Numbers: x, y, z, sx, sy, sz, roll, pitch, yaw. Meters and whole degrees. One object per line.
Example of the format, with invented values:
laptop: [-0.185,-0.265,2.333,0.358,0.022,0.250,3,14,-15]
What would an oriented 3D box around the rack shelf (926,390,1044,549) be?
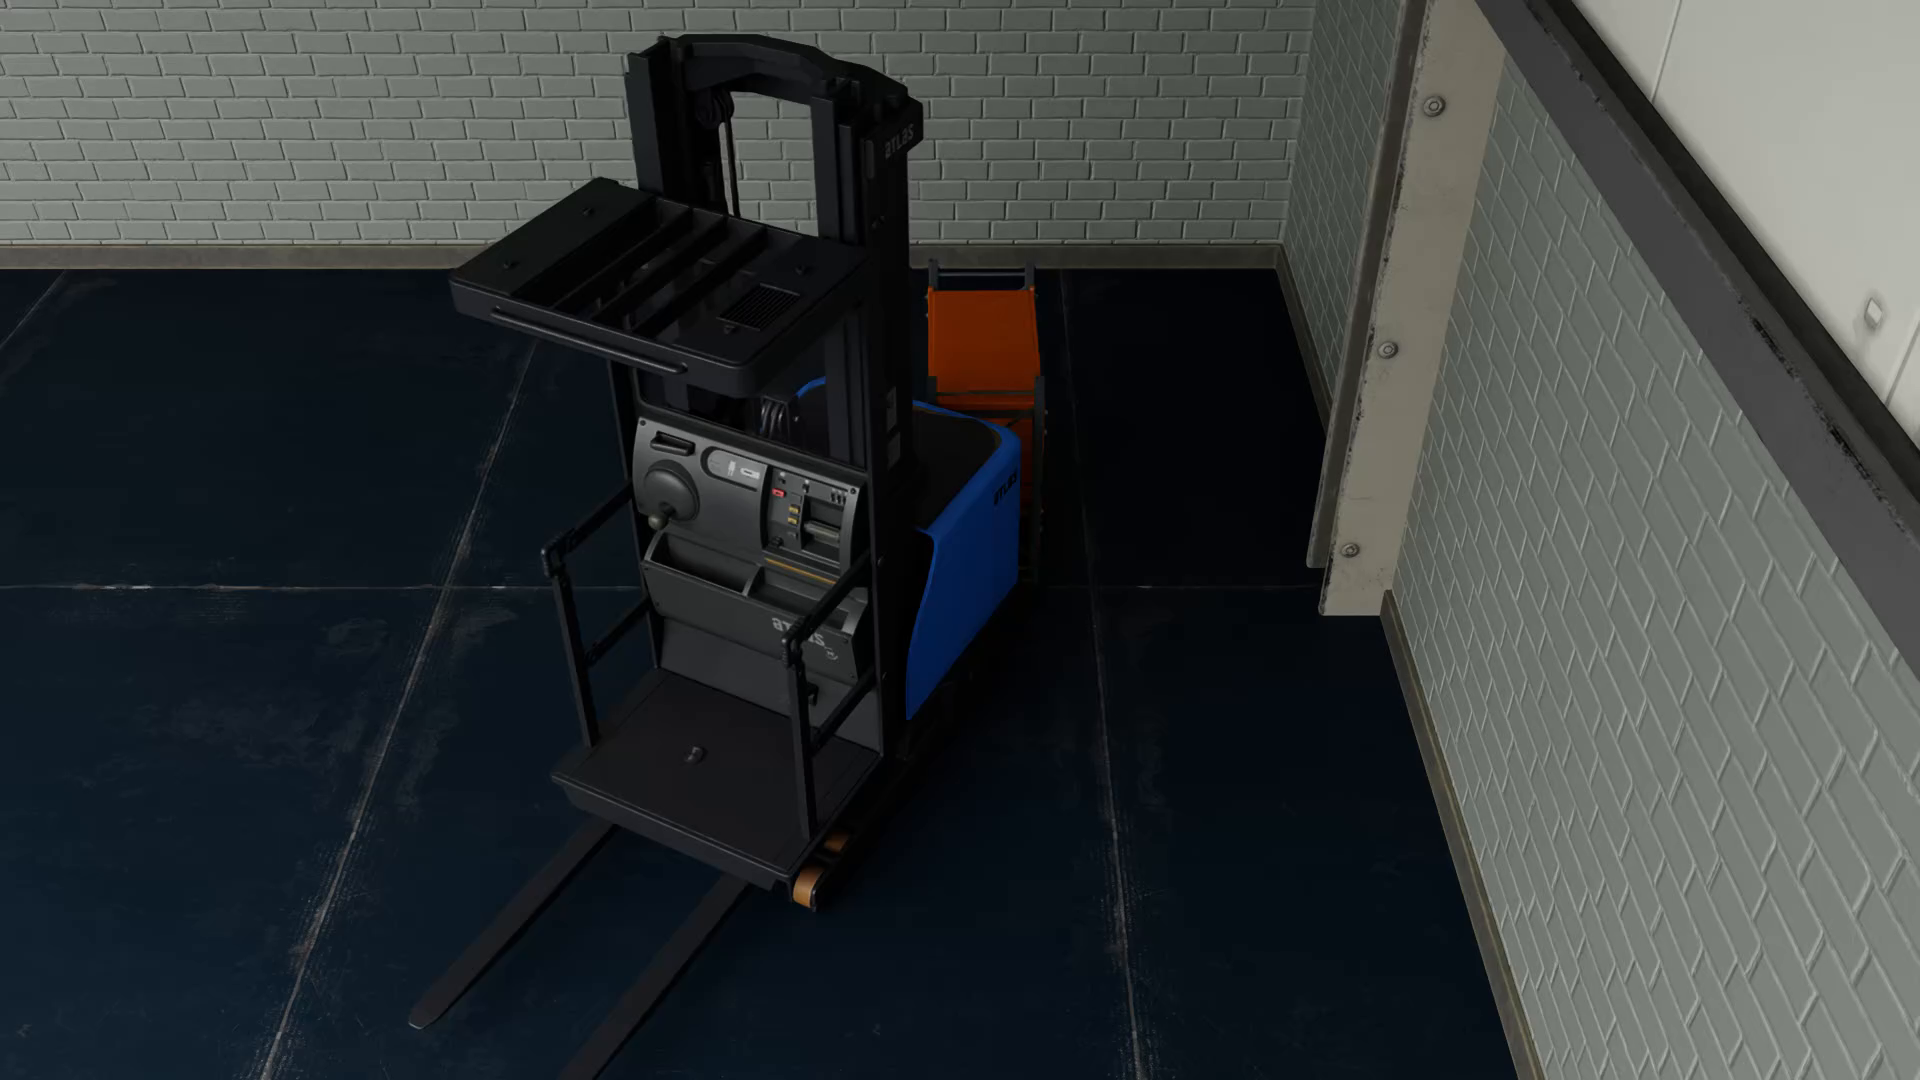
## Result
rack shelf: [0.106,-0.376,7.956,0.538,0.278,1.000,0,39,0]

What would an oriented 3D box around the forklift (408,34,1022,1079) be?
forklift: [-0.864,-0.081,5.753,1.130,2.935,3.031,18,42,21]

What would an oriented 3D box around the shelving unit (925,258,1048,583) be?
shelving unit: [0.106,-0.567,7.804,0.538,1.125,1.048,0,39,0]

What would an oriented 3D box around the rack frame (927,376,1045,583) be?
rack frame: [0.111,-0.249,7.407,0.500,1.125,0.032,0,39,0]

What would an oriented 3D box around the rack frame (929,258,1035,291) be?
rack frame: [0.102,-0.885,8.200,0.500,1.125,0.032,0,39,0]

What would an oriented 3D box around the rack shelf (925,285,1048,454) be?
rack shelf: [0.106,-0.795,7.621,0.538,0.278,1.000,0,39,0]

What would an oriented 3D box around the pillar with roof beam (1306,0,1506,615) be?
pillar with roof beam: [-2.513,-3.291,4.906,9.100,9.000,0.400,0,39,0]
